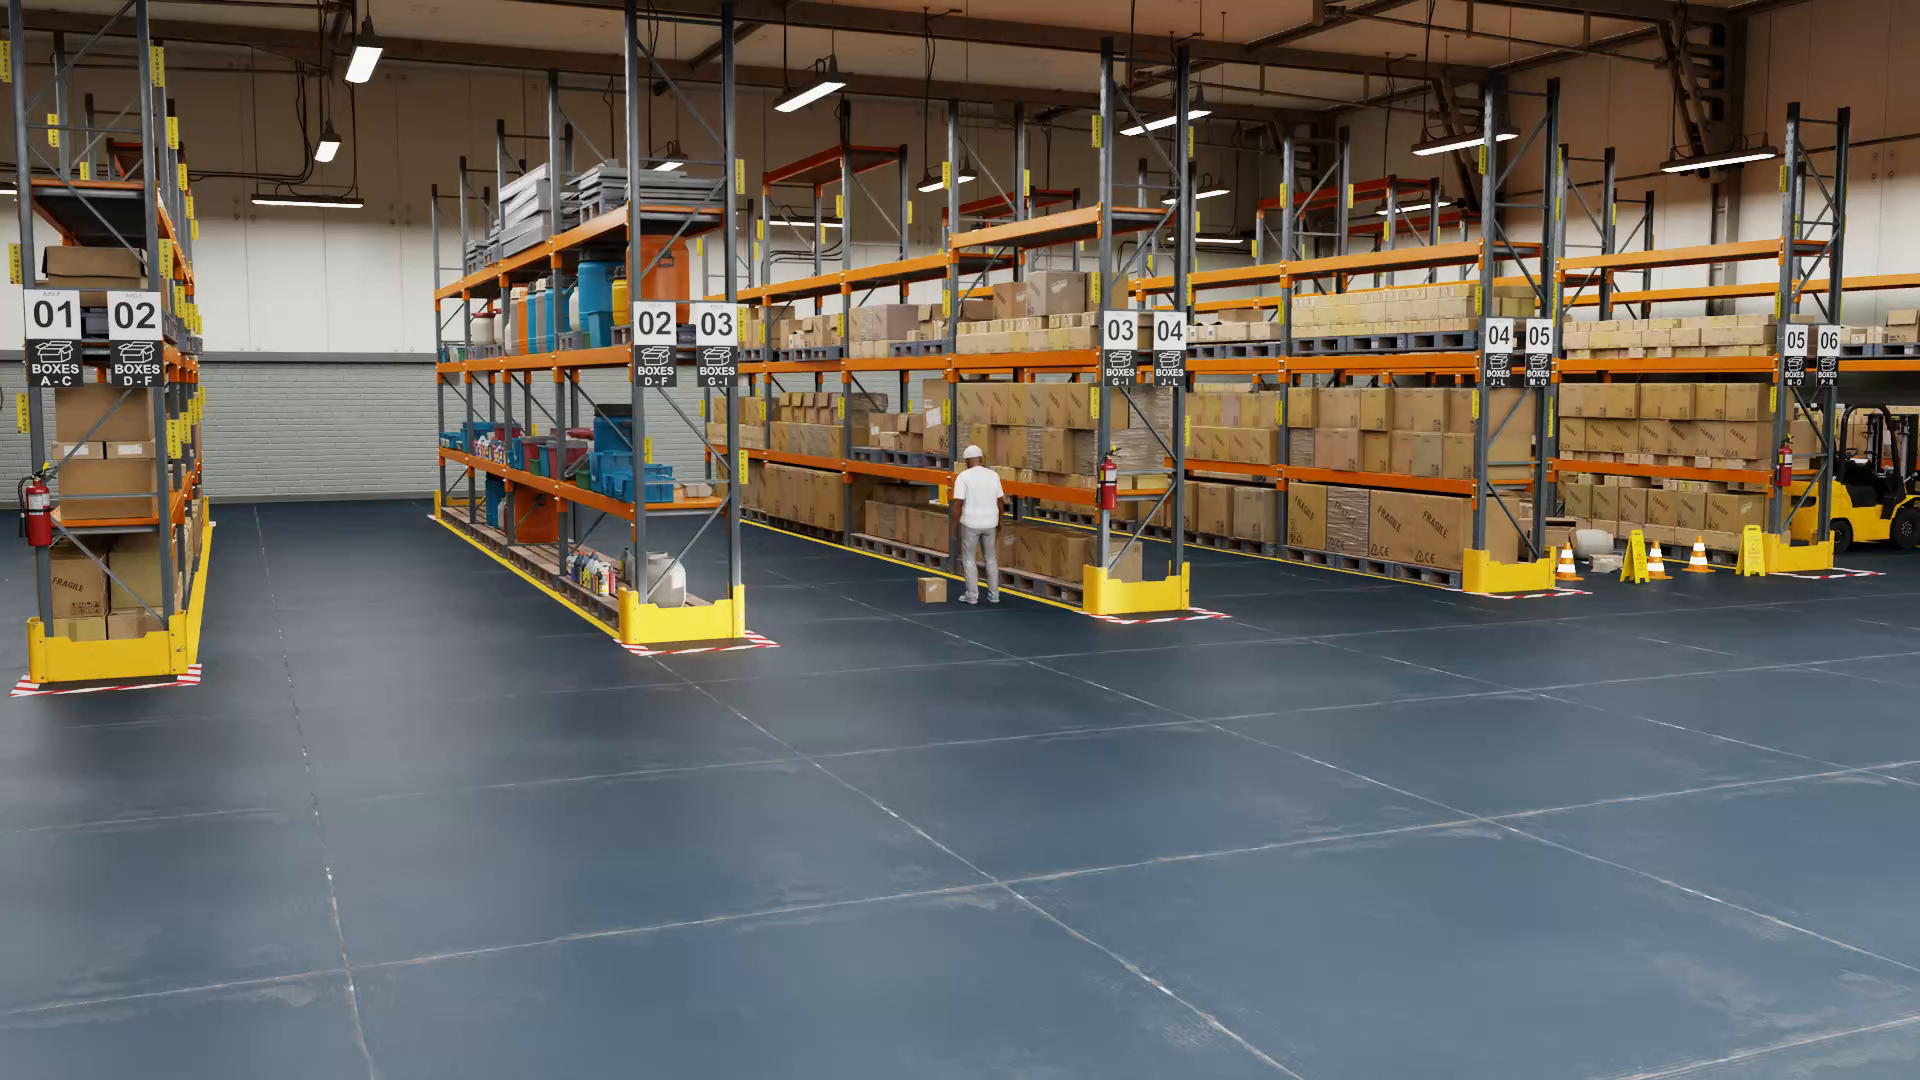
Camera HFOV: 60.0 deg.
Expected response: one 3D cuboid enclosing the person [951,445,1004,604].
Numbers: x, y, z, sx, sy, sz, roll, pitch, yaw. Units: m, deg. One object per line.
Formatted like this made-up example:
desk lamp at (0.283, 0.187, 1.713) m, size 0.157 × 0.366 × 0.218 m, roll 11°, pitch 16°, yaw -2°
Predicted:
person at (0.192, -0.177, 18.562) m, size 0.635 × 1.760 × 0.455 m, roll -2°, pitch 6°, yaw -23°
